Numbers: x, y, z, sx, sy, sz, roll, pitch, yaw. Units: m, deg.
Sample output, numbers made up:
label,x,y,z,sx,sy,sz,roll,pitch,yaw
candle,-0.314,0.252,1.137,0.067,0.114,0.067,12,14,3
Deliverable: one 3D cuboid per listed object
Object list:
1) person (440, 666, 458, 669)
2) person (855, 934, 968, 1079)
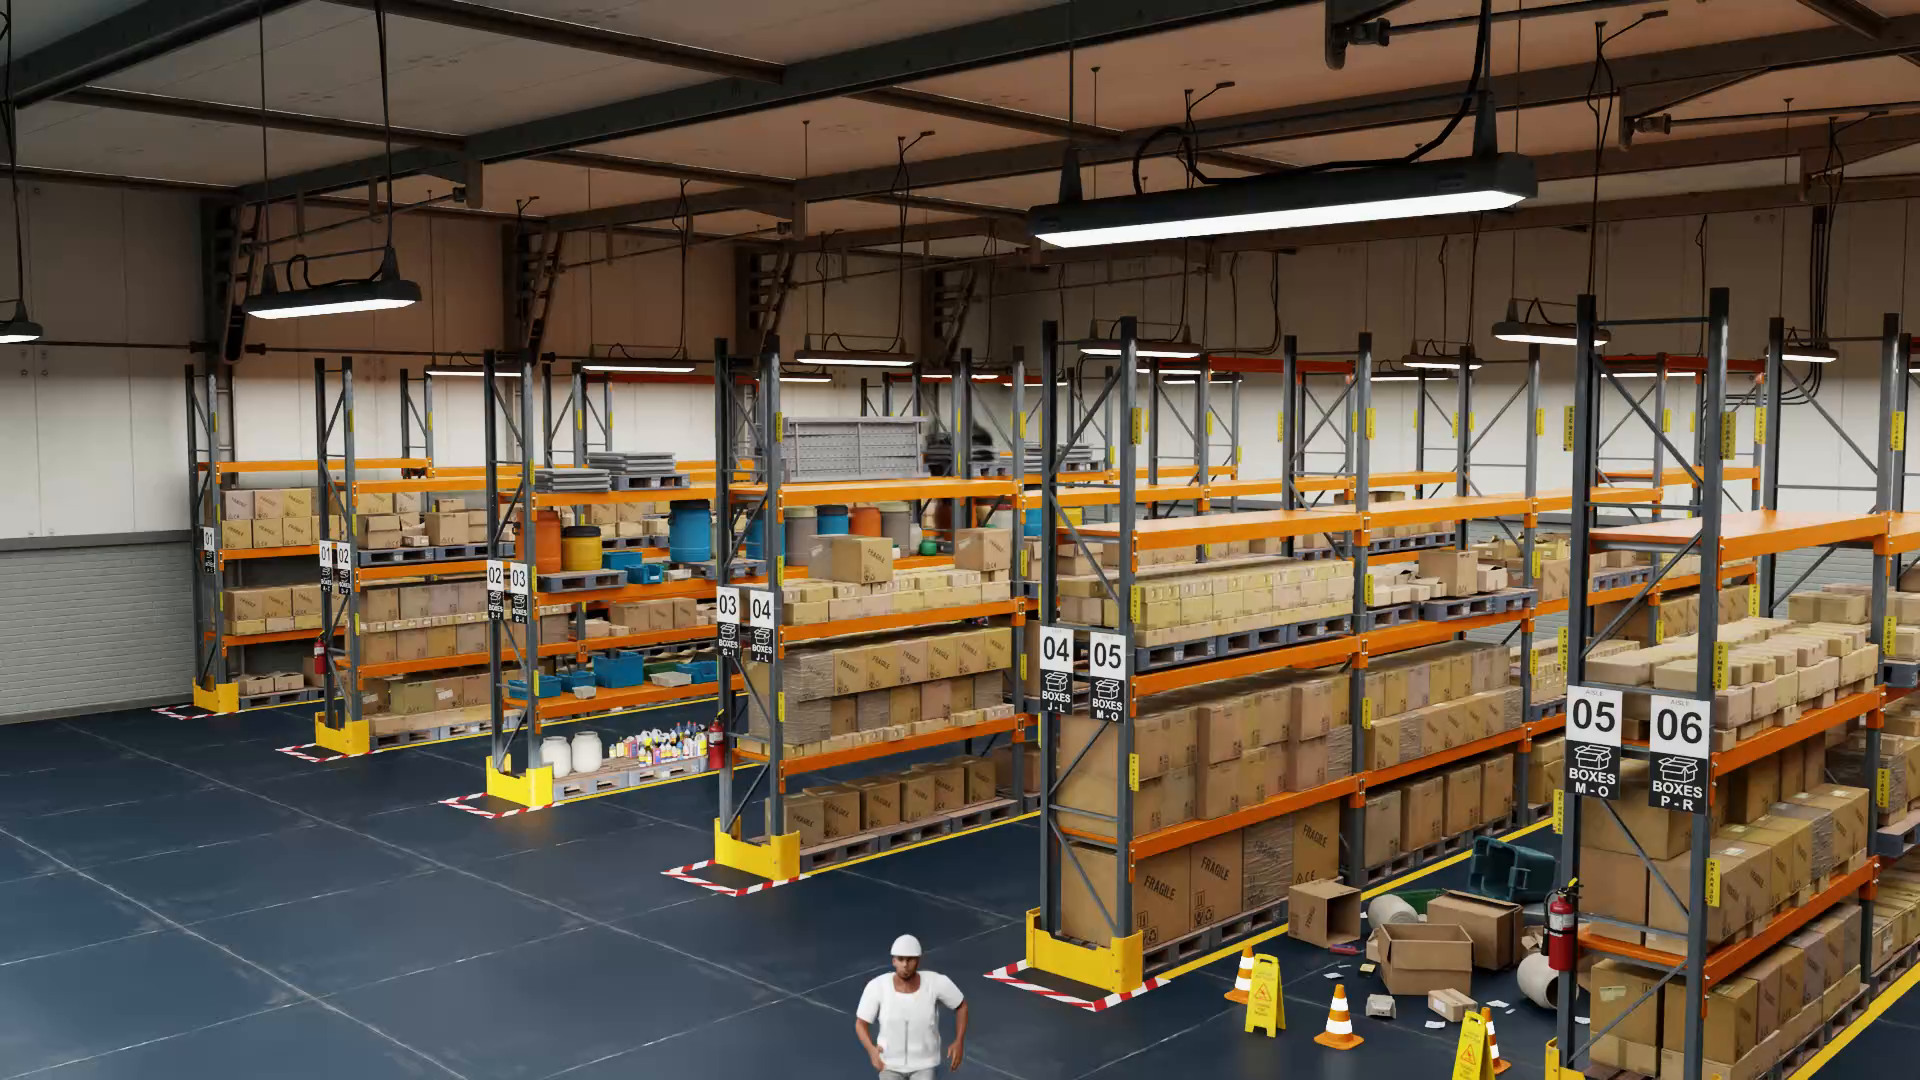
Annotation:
label,x,y,z,sx,sy,sz,roll,pitch,yaw
person,-8.832,2.091,28.858,0.653,1.758,0.647,3,6,38
person,-0.326,3.455,10.937,0.746,1.724,0.593,0,4,3
